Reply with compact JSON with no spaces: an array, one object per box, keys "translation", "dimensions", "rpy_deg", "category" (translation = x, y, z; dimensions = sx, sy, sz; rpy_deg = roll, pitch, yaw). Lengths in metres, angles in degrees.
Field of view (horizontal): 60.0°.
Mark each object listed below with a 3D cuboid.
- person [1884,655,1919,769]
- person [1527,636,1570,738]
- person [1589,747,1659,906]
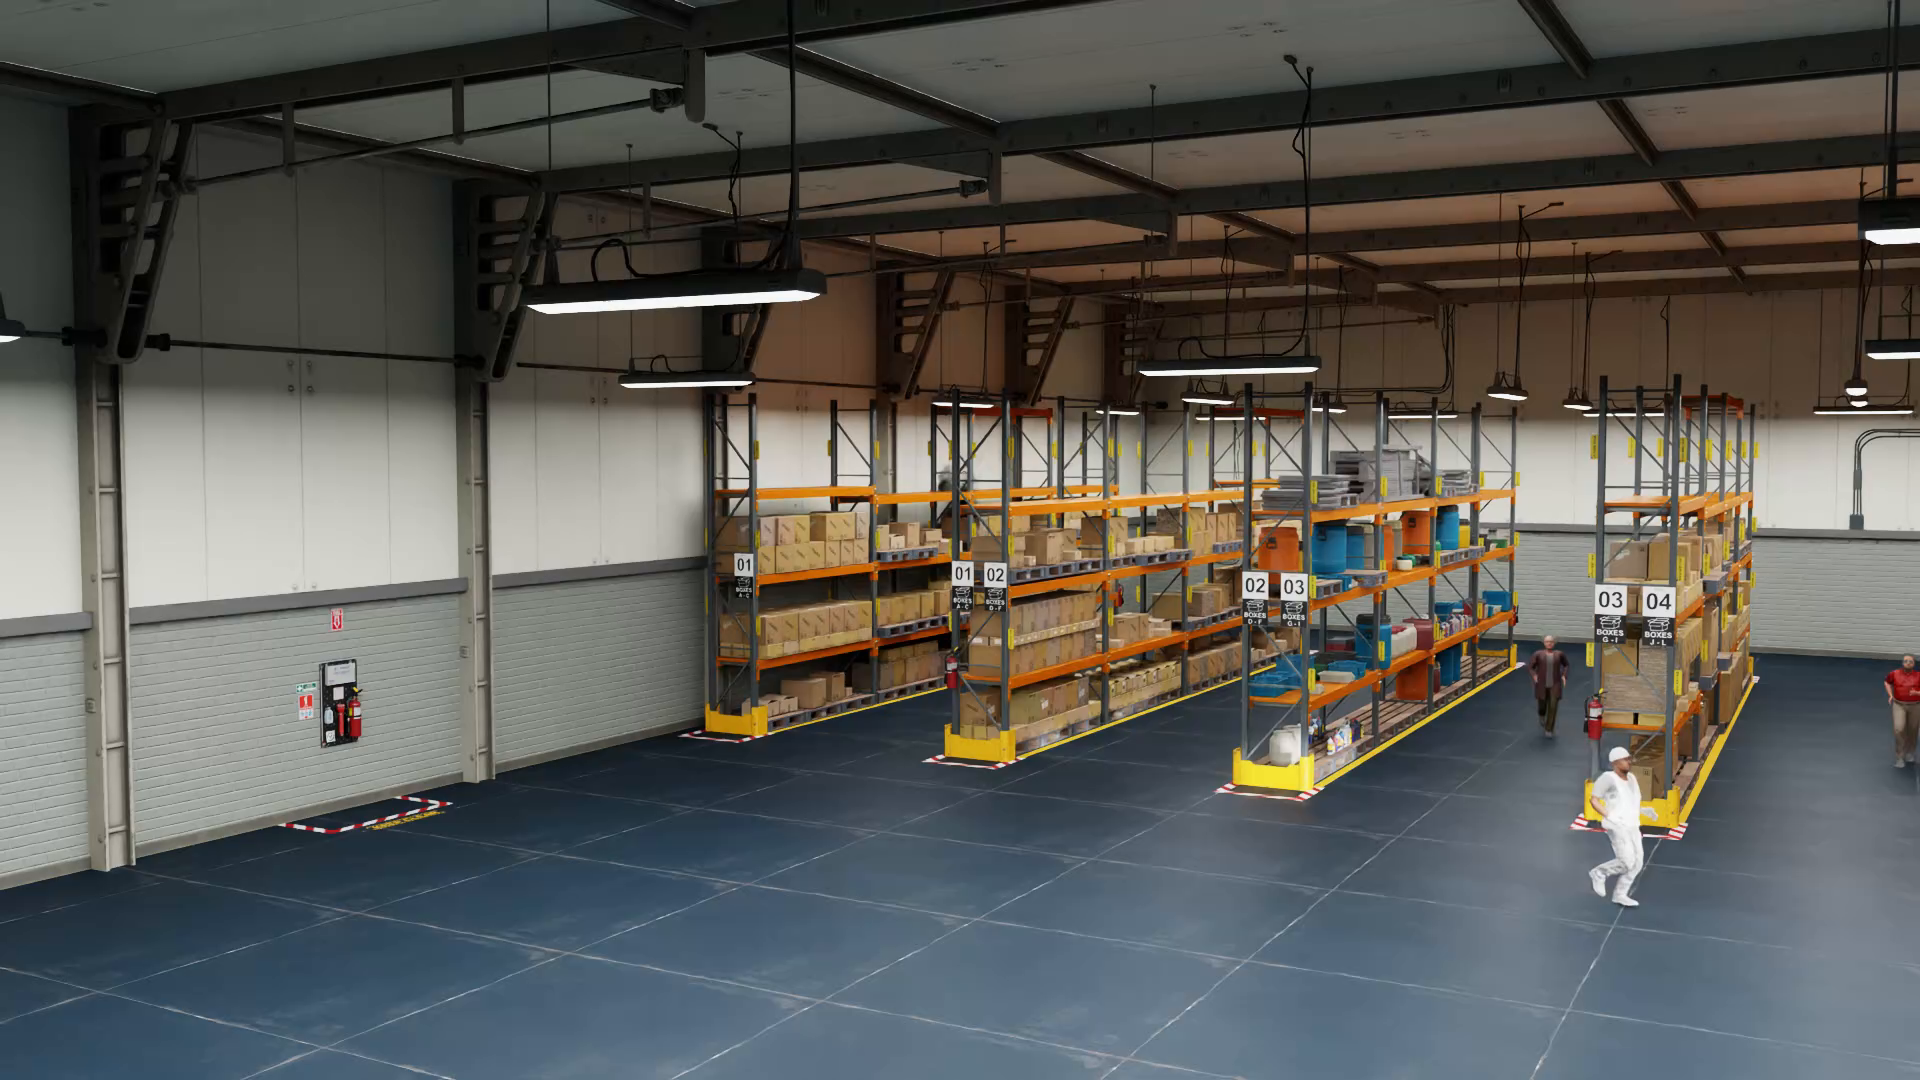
[{"translation":[15.036,2.719,26.406],"dimensions":[0.638,1.794,0.703],"rpy_deg":[2,3,28],"category":"person"},{"translation":[10.331,2.553,29.171],"dimensions":[0.721,1.749,0.886],"rpy_deg":[1,3,16],"category":"person"},{"translation":[7.274,3.144,18.279],"dimensions":[0.679,1.733,0.618],"rpy_deg":[-2,4,-34],"category":"person"}]
